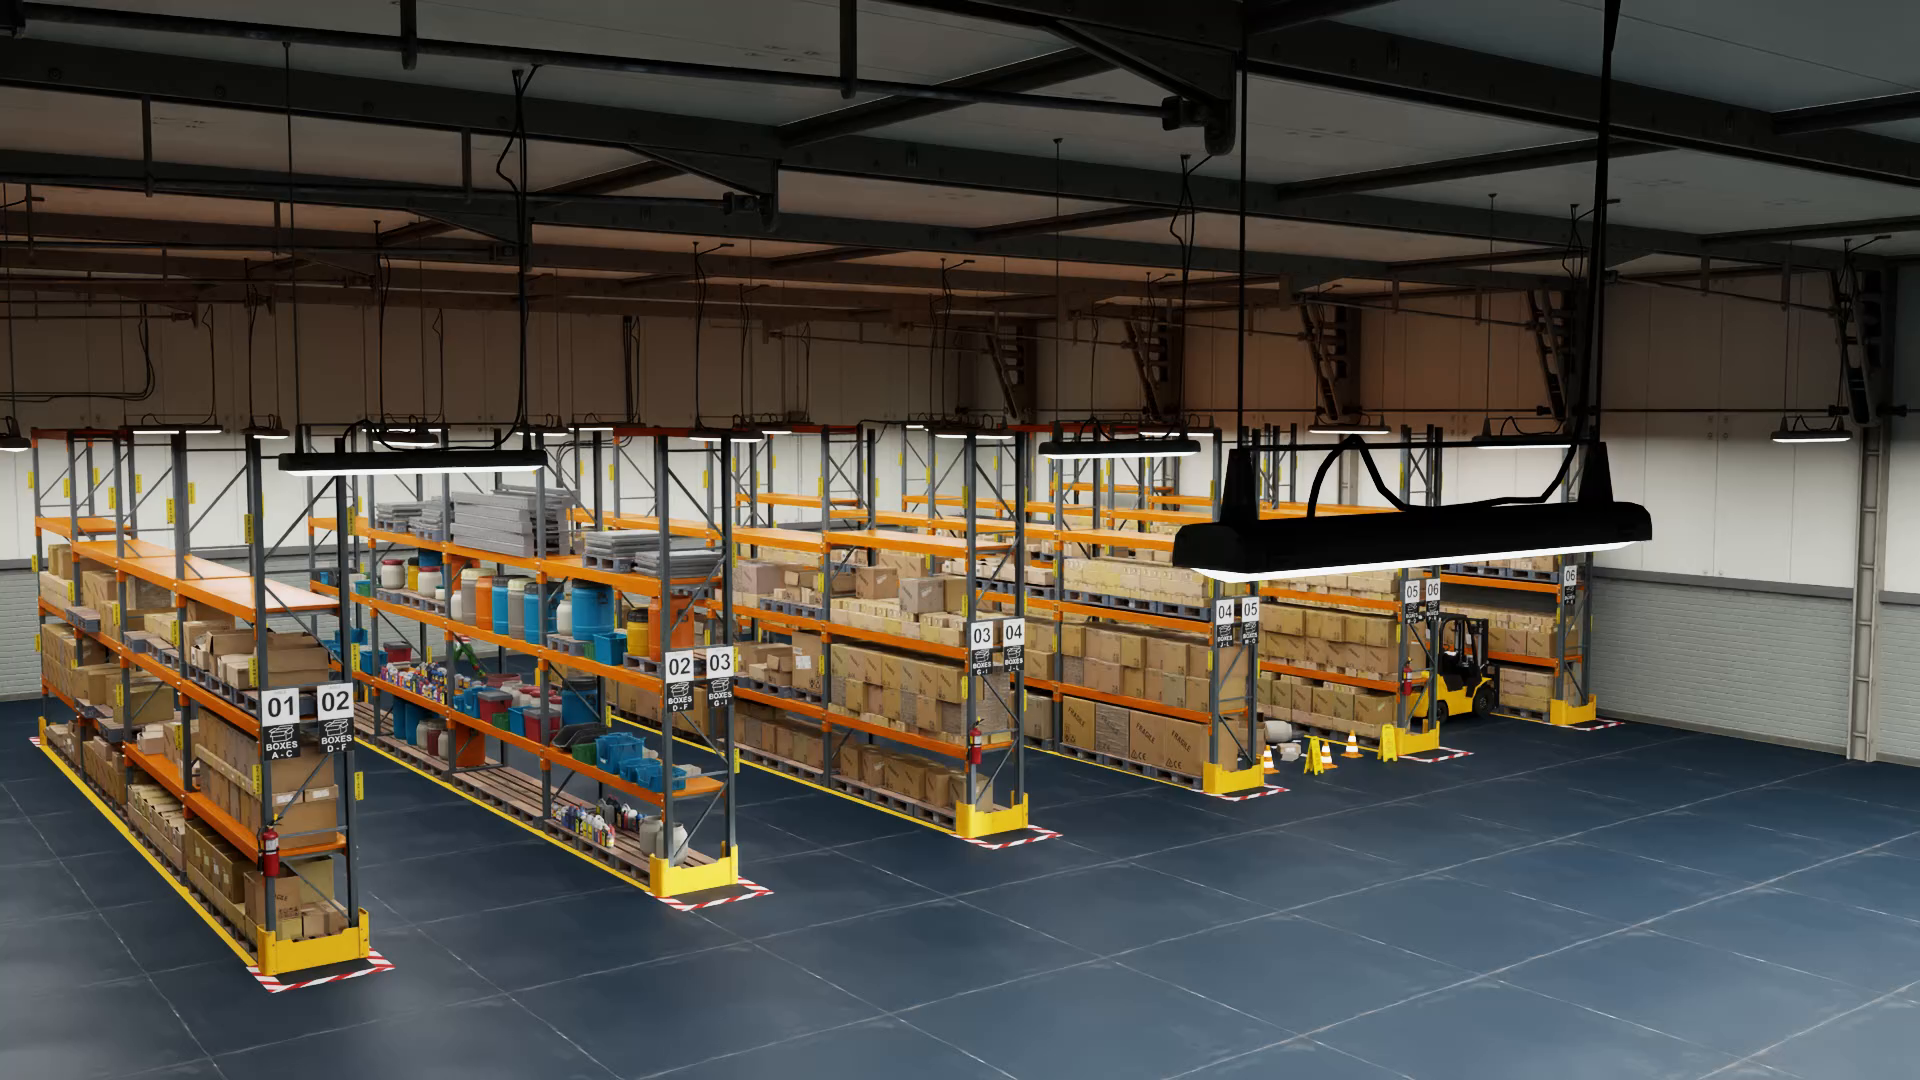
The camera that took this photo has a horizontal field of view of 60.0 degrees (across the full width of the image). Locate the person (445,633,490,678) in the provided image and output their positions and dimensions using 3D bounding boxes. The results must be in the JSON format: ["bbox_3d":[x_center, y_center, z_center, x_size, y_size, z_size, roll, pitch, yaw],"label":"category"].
[{"bbox_3d":[-11.559,2.395,38.915,1.120,1.712,0.539,-3,5,-33],"label":"person"}]

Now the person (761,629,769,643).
[{"bbox_3d":[-4.927,2.171,42.831,0.420,1.586,0.536,2,5,21],"label":"person"}]
